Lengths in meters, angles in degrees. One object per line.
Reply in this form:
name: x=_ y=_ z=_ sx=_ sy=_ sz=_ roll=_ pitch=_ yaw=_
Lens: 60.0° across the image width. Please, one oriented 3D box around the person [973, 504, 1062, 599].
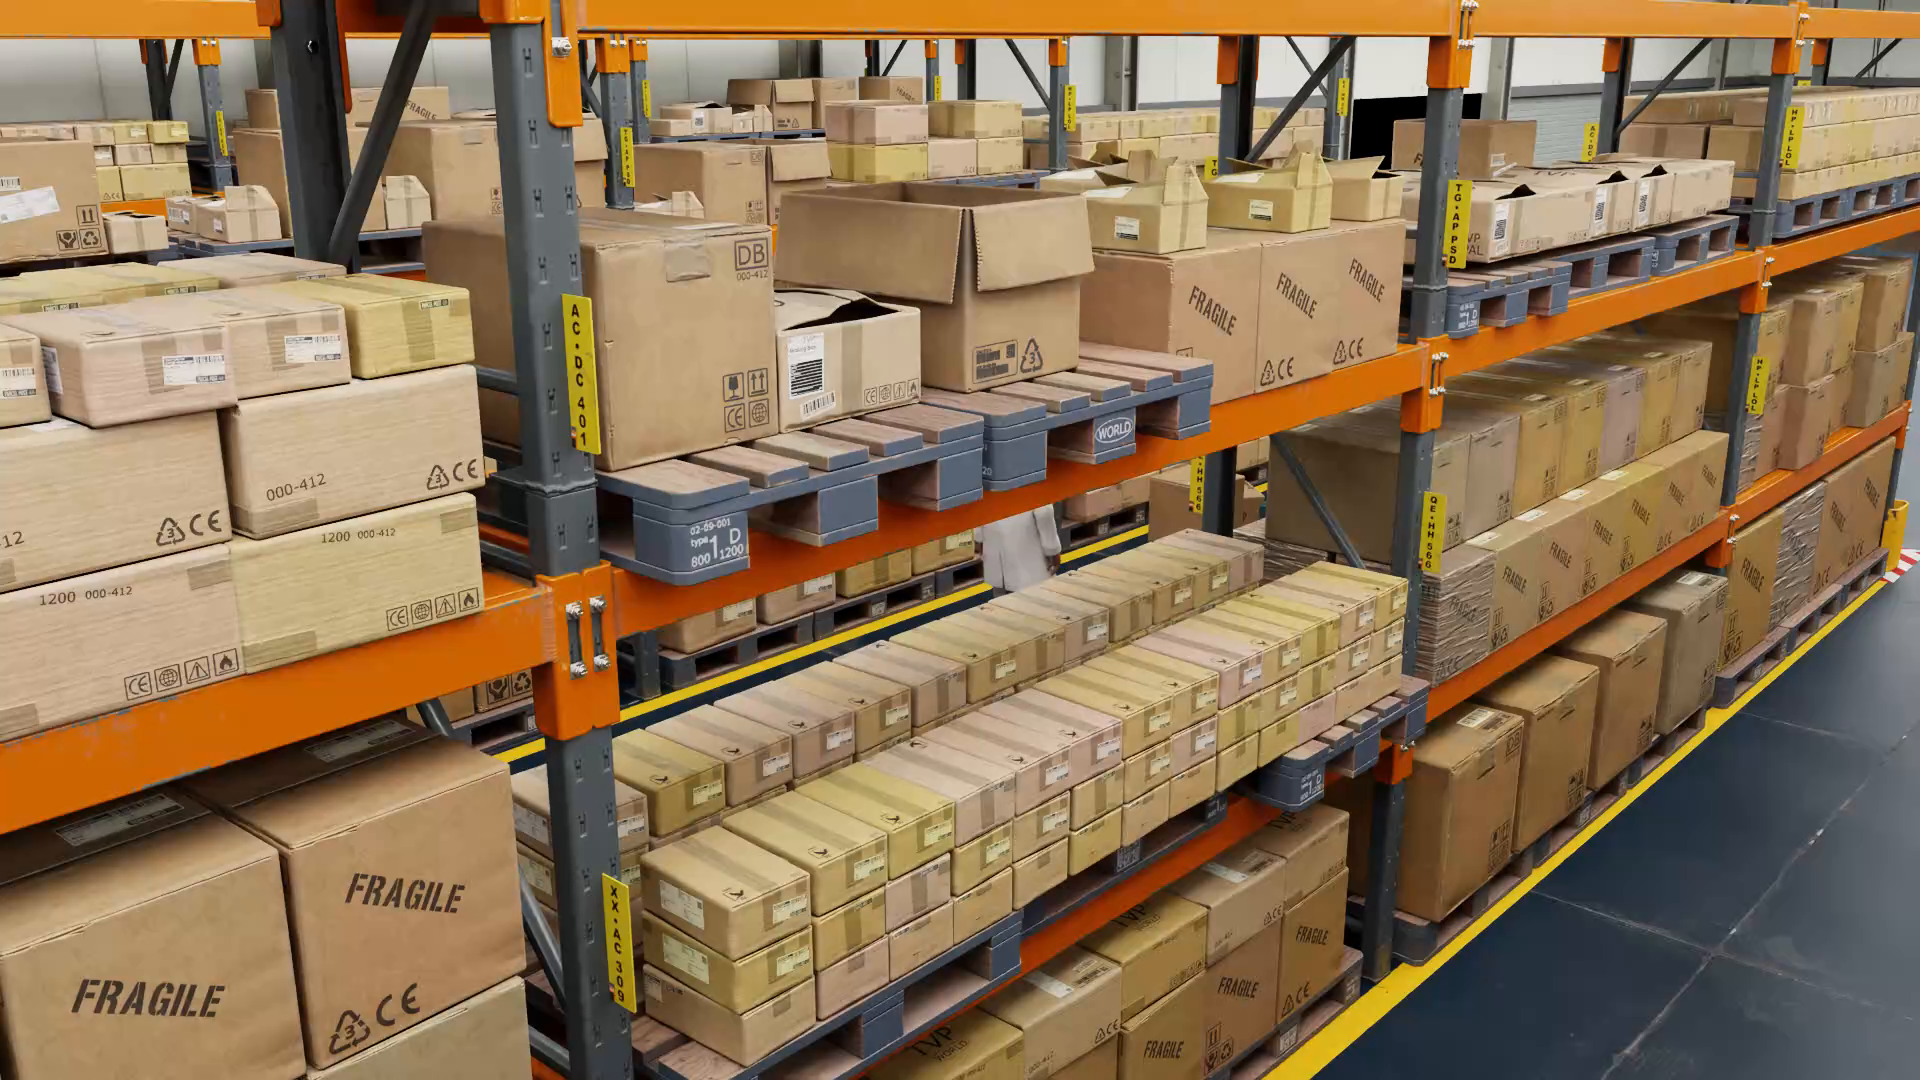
person: x=0.355 y=0.045 z=10.420 sx=0.647 sy=1.772 sz=0.429 roll=13 pitch=21 yaw=36
